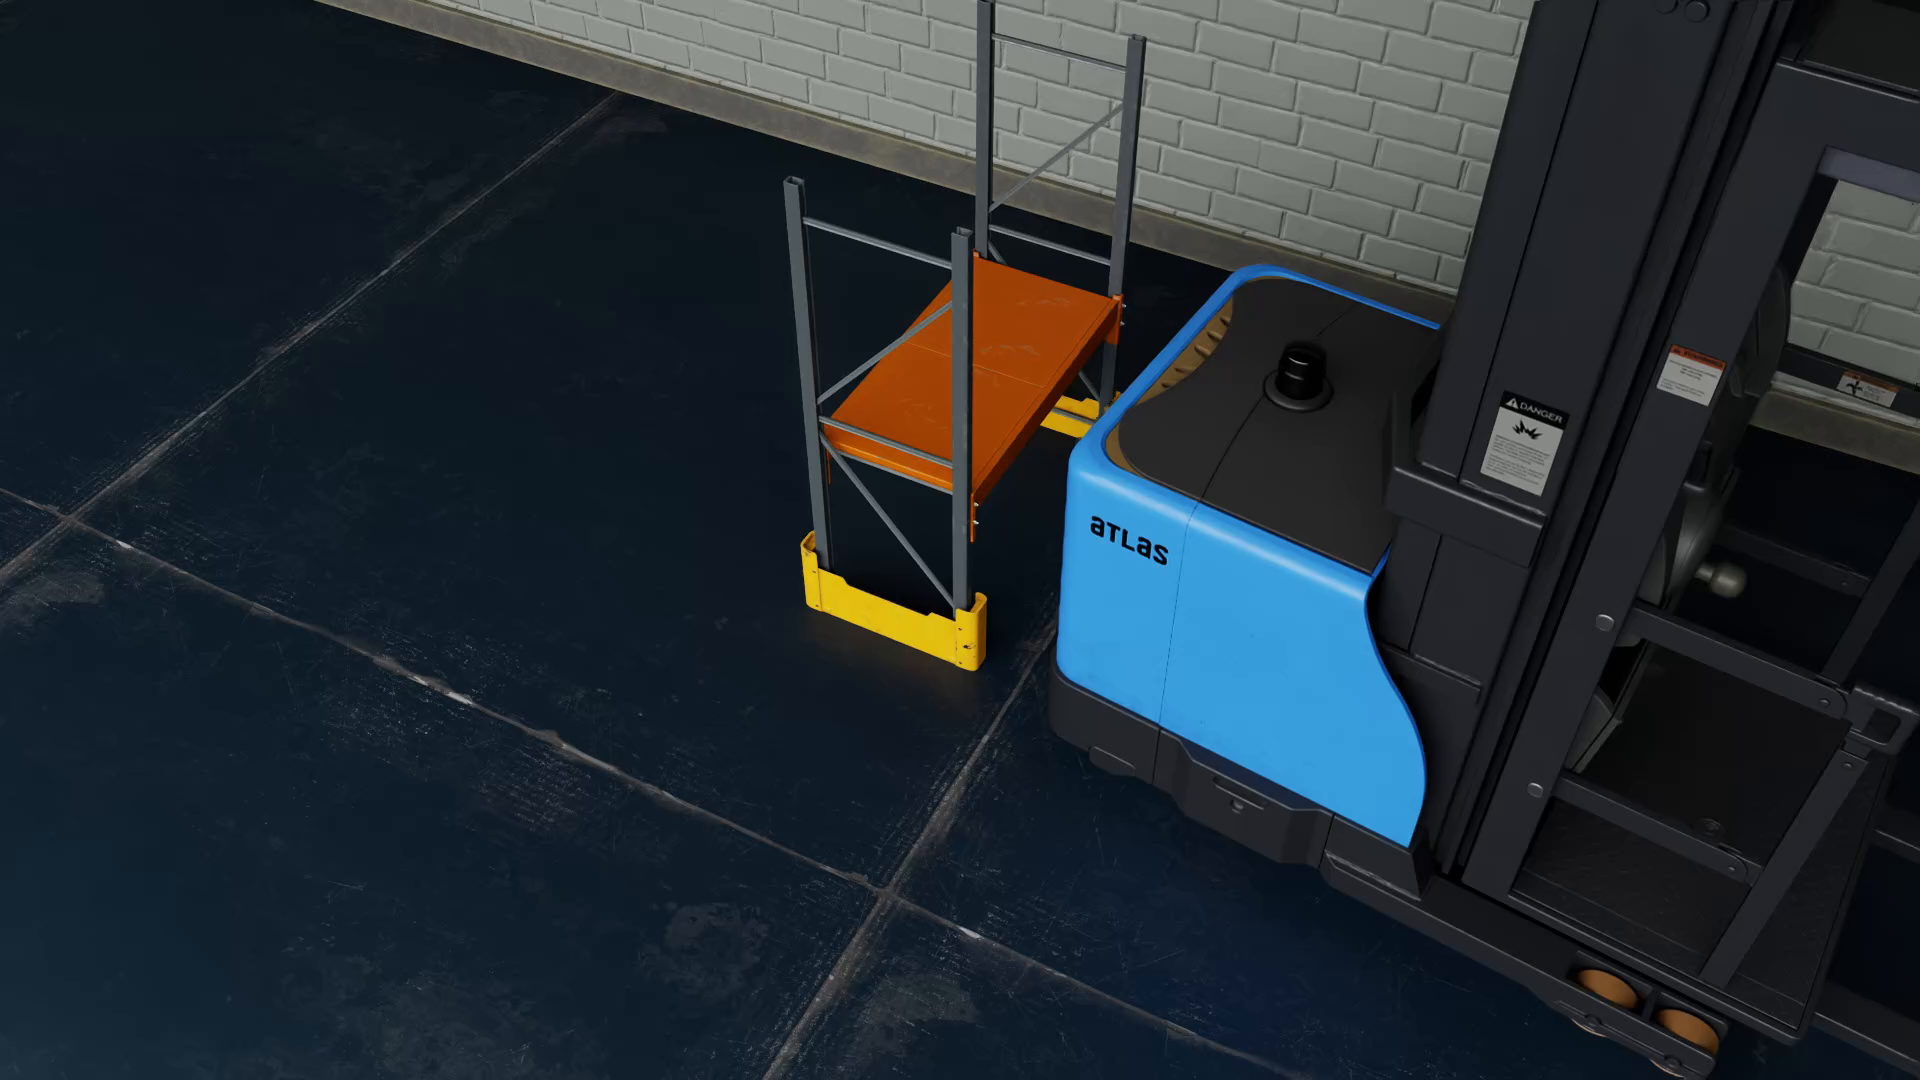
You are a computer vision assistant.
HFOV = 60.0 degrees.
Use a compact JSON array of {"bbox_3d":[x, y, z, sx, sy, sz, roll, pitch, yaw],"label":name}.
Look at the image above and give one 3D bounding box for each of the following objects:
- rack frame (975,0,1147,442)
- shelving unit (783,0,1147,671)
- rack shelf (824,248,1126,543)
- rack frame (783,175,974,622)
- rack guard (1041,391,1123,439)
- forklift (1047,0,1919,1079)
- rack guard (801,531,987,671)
[{"bbox_3d":[0.276,-0.901,5.086,0.500,1.500,0.032,20,49,19],"label":"rack frame"},{"bbox_3d":[0.035,-0.575,4.764,0.587,1.500,1.083,20,49,19],"label":"shelving unit"},{"bbox_3d":[0.040,-0.455,4.898,0.538,0.185,1.000,20,49,19],"label":"rack shelf"},{"bbox_3d":[-0.196,-0.261,4.453,0.500,1.500,0.032,20,49,19],"label":"rack frame"},{"bbox_3d":[0.267,-0.450,5.519,0.587,0.250,0.087,20,49,19],"label":"rack guard"},{"bbox_3d":[1.756,-0.183,3.370,3.031,2.935,1.130,25,50,23],"label":"forklift"},{"bbox_3d":[-0.196,0.178,4.898,0.587,0.250,0.087,20,49,19],"label":"rack guard"}]
